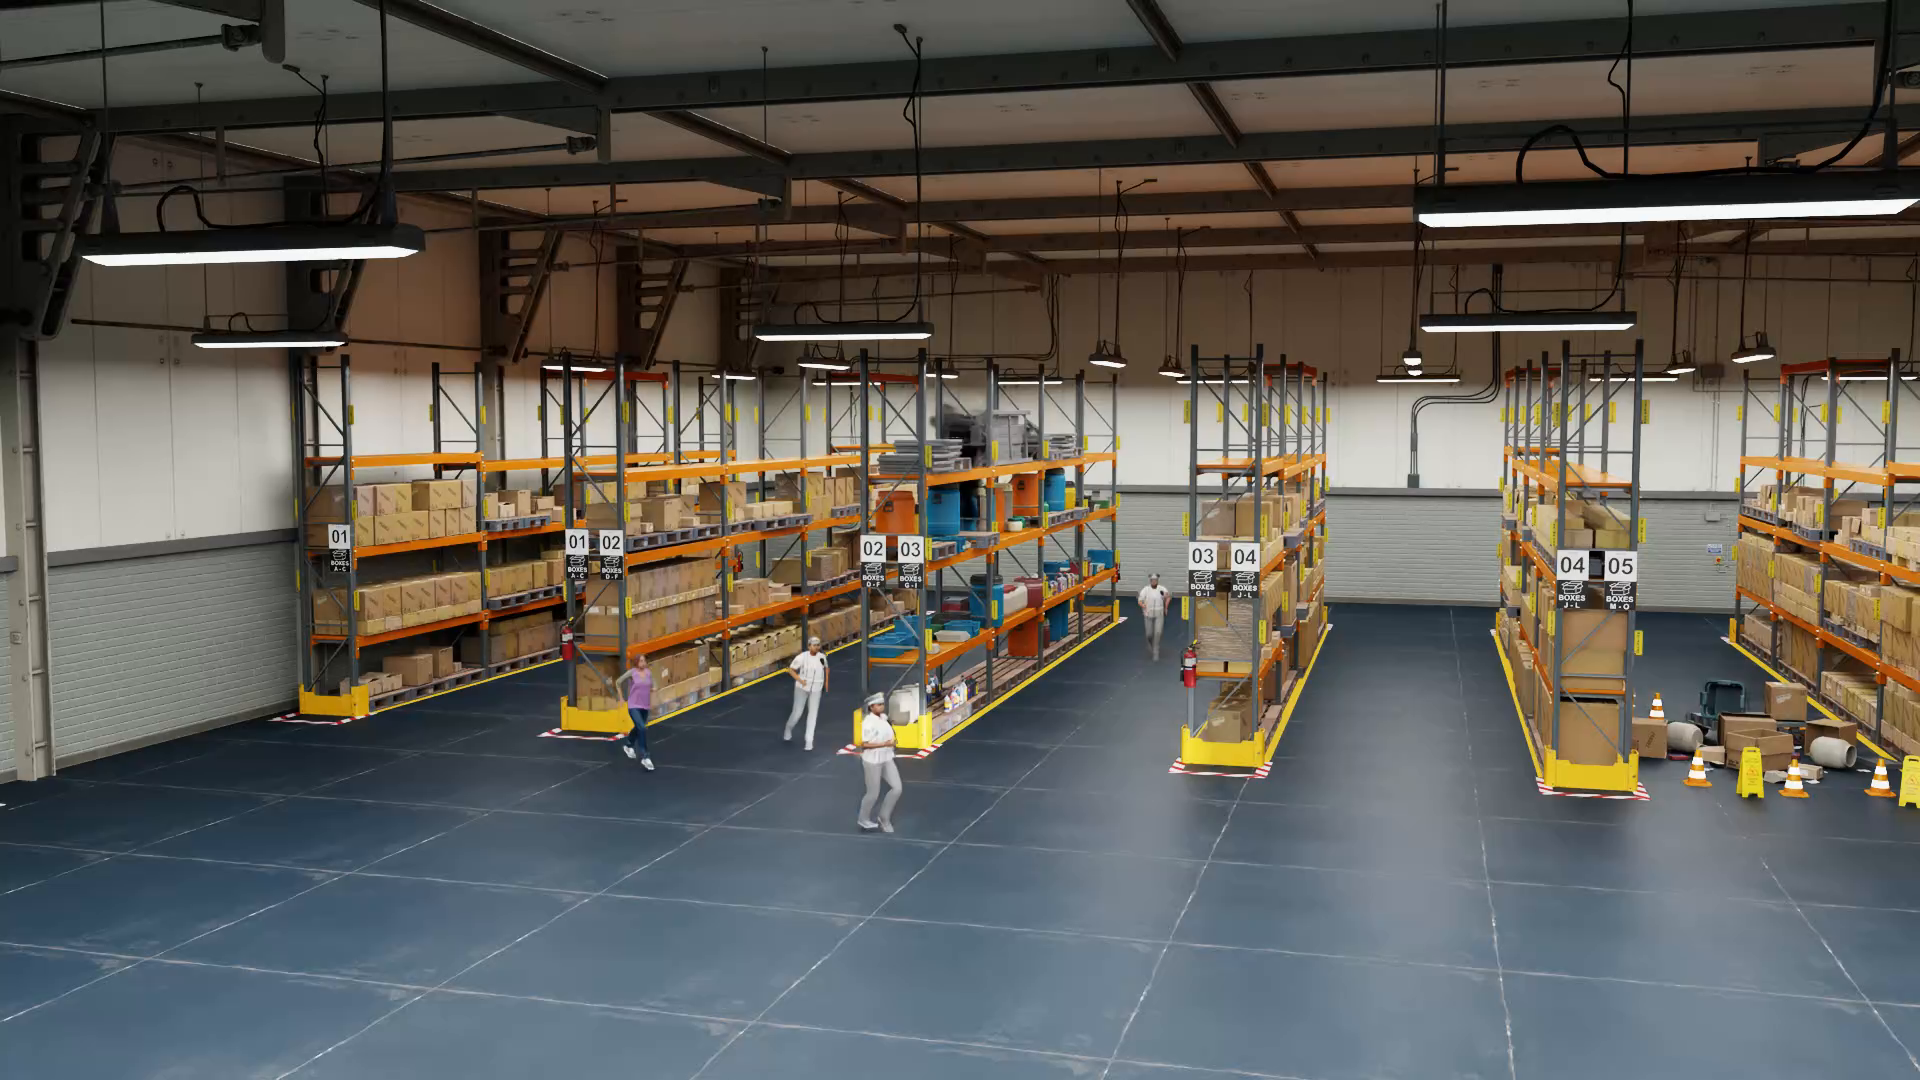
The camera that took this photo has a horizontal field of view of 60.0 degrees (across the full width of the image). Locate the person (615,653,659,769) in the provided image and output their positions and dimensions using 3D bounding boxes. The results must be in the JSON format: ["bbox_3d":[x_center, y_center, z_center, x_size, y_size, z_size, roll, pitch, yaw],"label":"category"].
[{"bbox_3d":[-4.582,2.402,23.690,0.515,1.612,0.855,-4,6,-44],"label":"person"}]

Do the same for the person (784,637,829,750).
[{"bbox_3d":[-2.277,2.289,25.201,0.691,1.644,0.926,-1,5,-18],"label":"person"}]

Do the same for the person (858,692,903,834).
[{"bbox_3d":[-0.945,2.676,19.898,0.663,1.730,0.555,4,6,42],"label":"person"}]

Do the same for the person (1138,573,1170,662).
[{"bbox_3d":[3.998,1.559,34.252,0.663,1.789,0.937,0,4,6],"label":"person"}]
